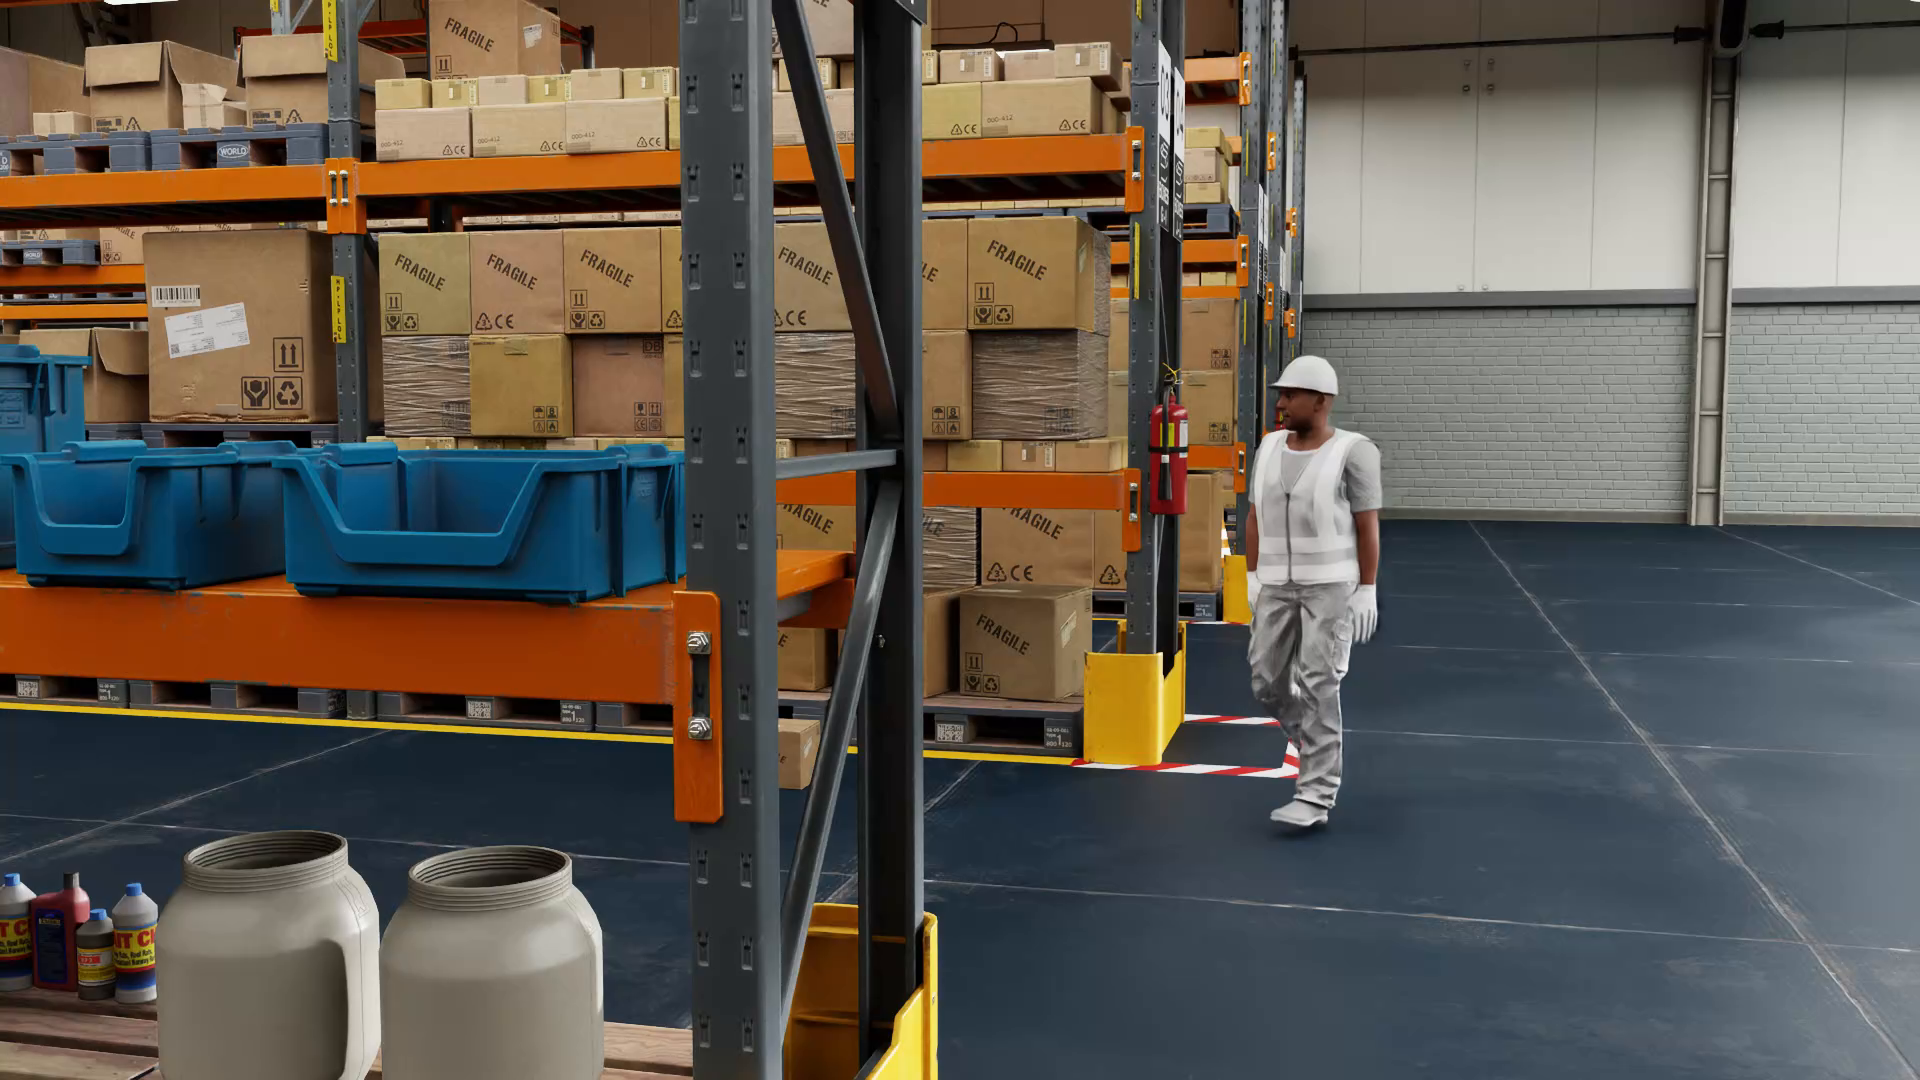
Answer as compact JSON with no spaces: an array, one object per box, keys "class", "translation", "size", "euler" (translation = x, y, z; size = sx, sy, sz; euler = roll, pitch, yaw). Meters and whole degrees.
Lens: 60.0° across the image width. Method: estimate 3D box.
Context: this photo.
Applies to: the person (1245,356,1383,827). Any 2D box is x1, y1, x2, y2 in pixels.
[{"class":"person","translation":[1.331,0.186,6.385],"size":[0.574,1.777,0.645],"euler":[4,6,40]}]
